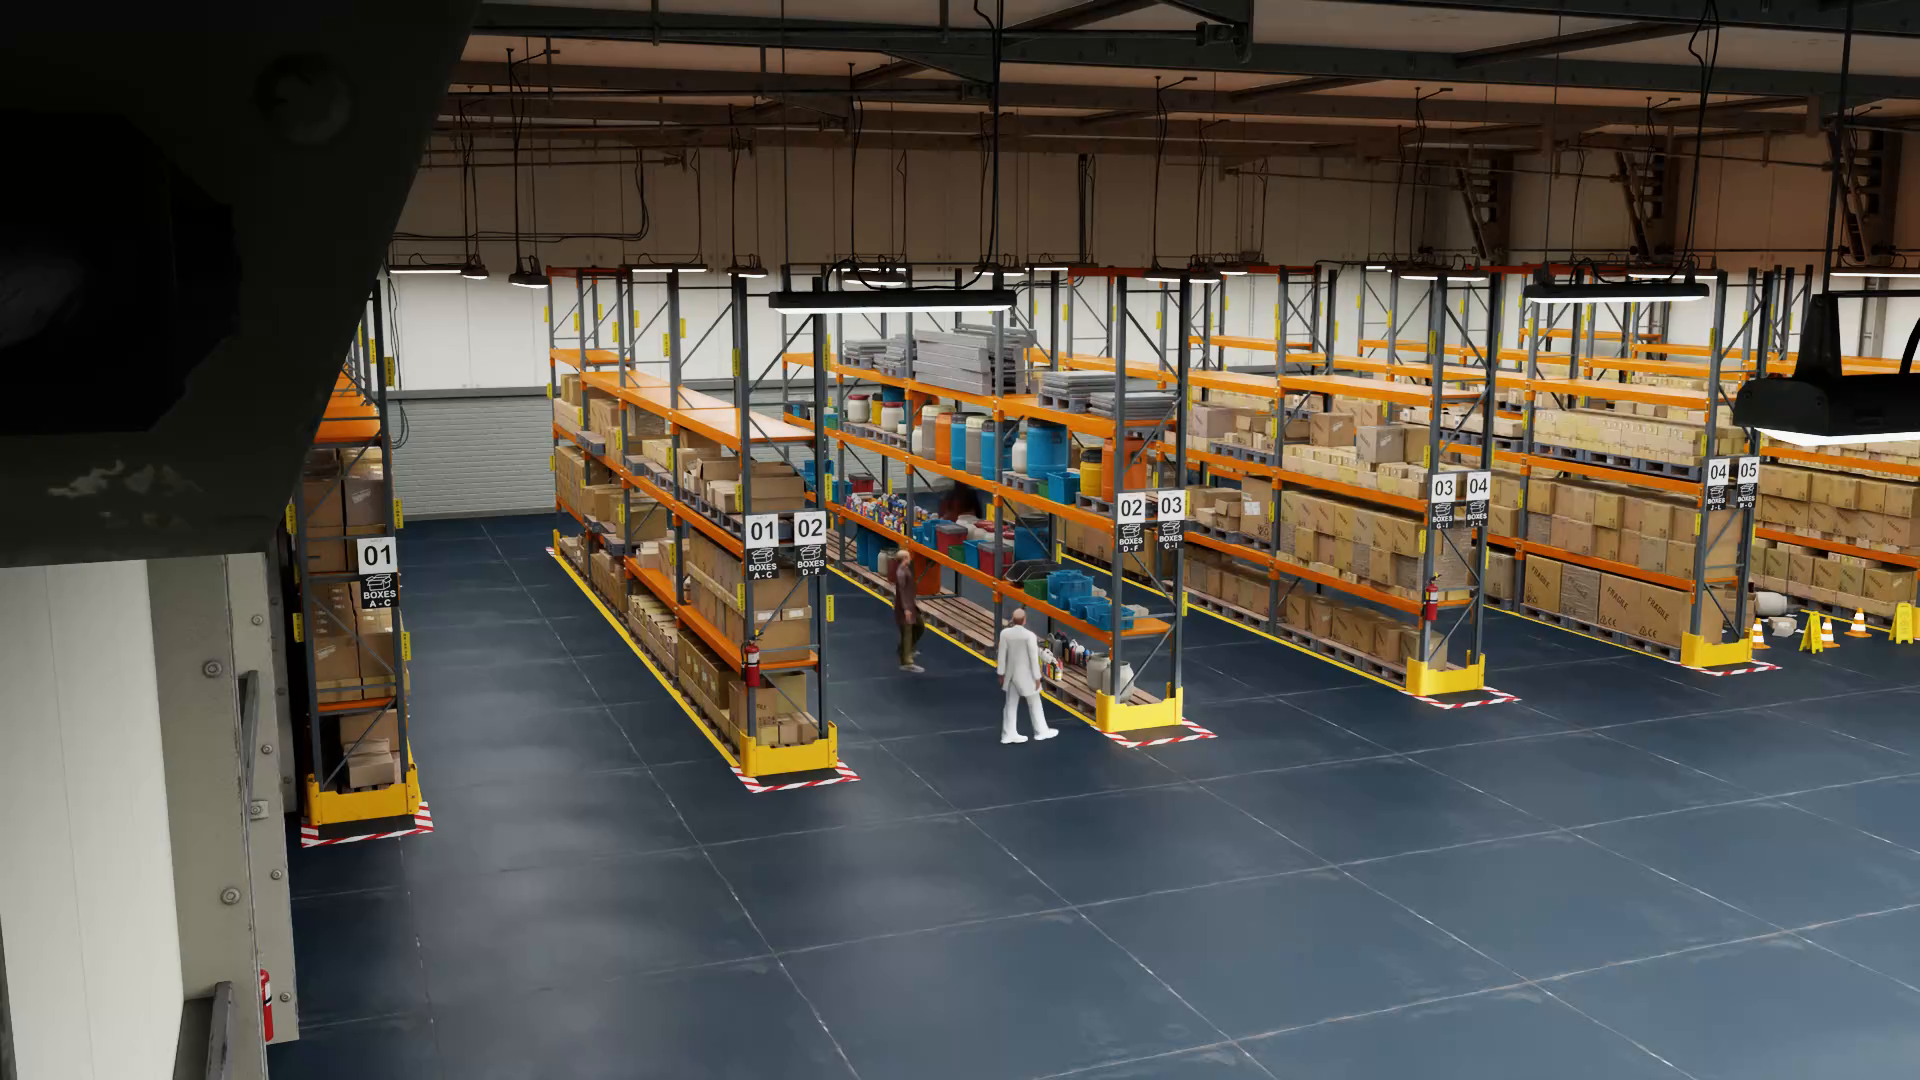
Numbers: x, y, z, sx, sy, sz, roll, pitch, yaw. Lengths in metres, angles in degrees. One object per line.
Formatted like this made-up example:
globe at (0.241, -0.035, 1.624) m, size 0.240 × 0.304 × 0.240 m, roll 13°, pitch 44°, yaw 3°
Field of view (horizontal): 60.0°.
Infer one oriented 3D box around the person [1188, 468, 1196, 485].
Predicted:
person at (5.785, -1.843, 42.473) m, size 0.435 × 1.606 × 0.432 m, roll 8°, pitch 12°, yaw 37°

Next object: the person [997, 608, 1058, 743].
person at (0.891, 1.740, 21.566) m, size 0.791 × 1.775 × 0.617 m, roll -9°, pitch 13°, yaw -41°

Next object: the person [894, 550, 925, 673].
person at (-0.758, 1.034, 24.800) m, size 0.458 × 1.783 × 0.675 m, roll 0°, pitch 10°, yaw -1°
